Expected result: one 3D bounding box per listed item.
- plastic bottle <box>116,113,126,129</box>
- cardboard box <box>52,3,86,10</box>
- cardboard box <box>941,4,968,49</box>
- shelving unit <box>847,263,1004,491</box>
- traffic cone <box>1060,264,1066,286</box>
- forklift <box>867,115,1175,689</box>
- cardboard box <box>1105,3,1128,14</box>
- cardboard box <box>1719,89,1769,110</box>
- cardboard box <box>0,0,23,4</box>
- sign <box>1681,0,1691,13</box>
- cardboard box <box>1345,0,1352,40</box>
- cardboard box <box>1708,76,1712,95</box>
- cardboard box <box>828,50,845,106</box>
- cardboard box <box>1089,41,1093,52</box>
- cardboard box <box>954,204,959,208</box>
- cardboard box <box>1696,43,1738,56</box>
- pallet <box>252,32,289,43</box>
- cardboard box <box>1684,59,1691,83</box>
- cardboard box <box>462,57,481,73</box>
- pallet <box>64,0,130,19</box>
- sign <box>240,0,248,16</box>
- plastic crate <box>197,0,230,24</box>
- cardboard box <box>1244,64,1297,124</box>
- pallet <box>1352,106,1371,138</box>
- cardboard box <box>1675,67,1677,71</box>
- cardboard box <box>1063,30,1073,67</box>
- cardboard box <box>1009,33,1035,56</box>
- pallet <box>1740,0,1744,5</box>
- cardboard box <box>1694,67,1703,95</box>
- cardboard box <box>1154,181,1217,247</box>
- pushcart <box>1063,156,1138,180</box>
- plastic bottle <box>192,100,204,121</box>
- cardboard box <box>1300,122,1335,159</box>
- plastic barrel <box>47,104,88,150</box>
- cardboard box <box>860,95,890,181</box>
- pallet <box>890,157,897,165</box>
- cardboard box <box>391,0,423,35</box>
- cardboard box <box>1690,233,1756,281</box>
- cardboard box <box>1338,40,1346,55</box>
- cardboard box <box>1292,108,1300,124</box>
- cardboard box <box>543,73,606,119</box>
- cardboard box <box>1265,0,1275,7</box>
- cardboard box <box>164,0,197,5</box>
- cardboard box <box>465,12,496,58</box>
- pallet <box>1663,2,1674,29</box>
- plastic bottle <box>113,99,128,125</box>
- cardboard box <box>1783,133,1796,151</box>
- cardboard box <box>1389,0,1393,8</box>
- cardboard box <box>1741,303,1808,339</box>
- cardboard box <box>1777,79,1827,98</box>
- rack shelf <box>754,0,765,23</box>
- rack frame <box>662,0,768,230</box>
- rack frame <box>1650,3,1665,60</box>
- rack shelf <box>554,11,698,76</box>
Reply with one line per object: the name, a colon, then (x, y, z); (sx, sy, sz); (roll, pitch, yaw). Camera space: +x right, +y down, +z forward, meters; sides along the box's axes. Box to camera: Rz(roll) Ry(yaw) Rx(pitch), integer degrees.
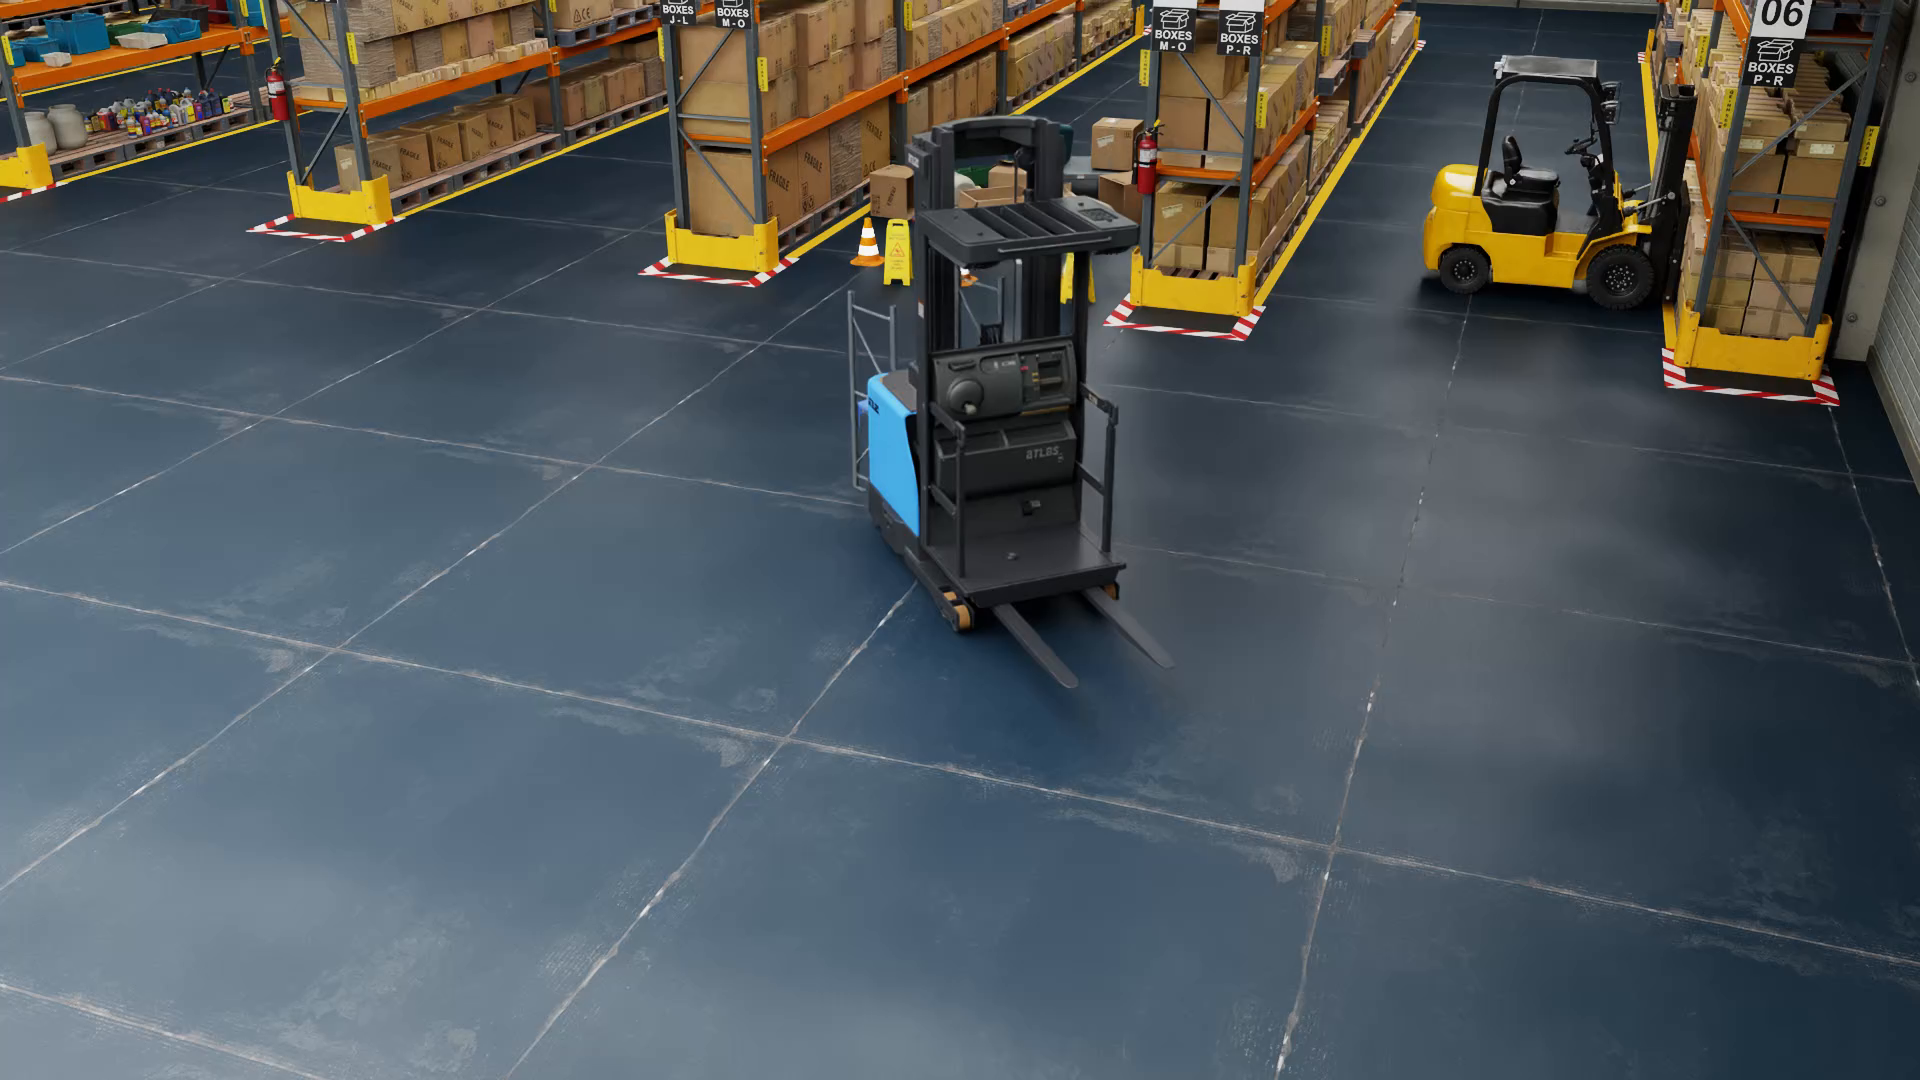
plastic bottle: (-11.314, -5.656, 22.419); (0.097, 0.201, 0.097); (0, 26, 0)
cardboard box: (-17.528, -10.690, 32.096); (0.750, 0.750, 0.750); (10, 27, 19)
cardboard box: (-0.212, -6.761, 21.880); (0.500, 0.500, 0.500); (9, 27, 18)
shelving unit: (-0.234, -1.142, 12.111); (1.048, 1.500, 0.538); (-22, 33, -38)
traffic cone: (1.151, -2.819, 16.765); (0.336, 0.463, 0.334); (9, 27, 17)
forklift: (0.364, -0.958, 10.088); (1.130, 2.935, 3.031); (-10, 27, -19)
cardboard box: (2.806, -9.548, 29.859); (0.380, 0.149, 0.250); (8, 27, 16)
cardboard box: (7.076, -3.959, 15.009); (0.380, 0.149, 0.250); (9, 27, 19)
cardboard box: (-14.643, -8.338, 25.540); (0.380, 0.149, 0.250); (9, 27, 17)
sign: (9.054, -6.727, 20.687); (0.100, 0.325, 0.005); (9, 27, 17)
cardboard box: (4.486, -6.380, 20.270); (0.500, 0.500, 0.500); (8, 27, 15)
cardboard box: (7.586, -4.458, 16.381); (0.380, 0.149, 0.250); (9, 27, 19)
cardboard box: (-1.792, -5.165, 18.527); (0.875, 0.550, 0.500); (9, 27, 17)
cardboard box: (2.029, -8.323, 28.011); (0.380, 0.149, 0.250); (10, 27, 19)
cardboard box: (0.019, -3.713, 18.838); (0.396, 0.266, 0.258); (14, 29, 26)
cardboard box: (8.304, -5.361, 18.245); (0.380, 0.149, 0.250); (8, 27, 16)
pallet: (-13.108, -9.306, 30.451); (1.003, 0.211, 1.213); (9, 27, 17)
cardboard box: (8.853, -5.533, 19.632); (0.500, 0.250, 0.500); (8, 27, 16)
cardboard box: (-6.097, -5.820, 20.340); (0.380, 0.149, 0.250); (9, 27, 17)
pallet: (-17.327, -10.537, 32.995); (1.003, 0.211, 1.213); (9, 27, 17)
sign: (-9.945, -7.437, 23.073); (0.100, 0.325, 0.005); (9, 27, 17)
plastic crate: (-10.588, -7.668, 23.796); (0.402, 0.464, 0.583); (9, 27, 17)
cardboard box: (3.143, -4.564, 17.001); (0.500, 0.500, 0.500); (8, 27, 16)
pallet: (5.220, -5.943, 23.505); (1.003, 0.211, 1.213); (9, 27, 17)
cardboard box: (10.154, -6.512, 23.123); (0.380, 0.149, 0.250); (10, 27, 19)
cardboard box: (1.507, -7.928, 26.792); (0.500, 0.500, 0.500); (8, 27, 16)
cardboard box: (0.811, -7.419, 24.881); (0.500, 0.250, 0.500); (8, 27, 17)
pallet: (7.570, -4.979, 14.974); (1.003, 0.211, 1.213); (9, 27, 17)
cardboard box: (8.160, -4.919, 17.790); (0.500, 0.250, 0.500); (8, 27, 16)
cardboard box: (2.245, -3.253, 16.563); (0.500, 0.500, 0.500); (9, 27, 18)
pushcart: (1.389, -4.371, 20.068); (1.648, 0.377, 0.936); (0, 26, -1)
plastic bottle: (-10.482, -5.913, 22.857); (0.061, 0.283, 0.133); (11, 28, 21)
cardboard box: (4.193, -5.045, 20.985); (0.950, 0.372, 0.625); (10, 27, 19)
plastic barrel: (-11.478, -5.309, 21.370); (0.421, 0.512, 0.421); (0, 26, 0)
cardboard box: (-1.422, -4.902, 20.111); (0.875, 0.875, 0.875); (9, 27, 18)
pallet: (-0.961, -4.990, 21.538); (1.003, 0.211, 1.213); (9, 27, 17)
cardboard box: (-6.508, -6.054, 18.932); (0.500, 0.500, 0.500); (9, 27, 17)
cardboard box: (6.765, -2.515, 14.751); (0.500, 0.250, 0.500); (10, 27, 19)
cardboard box: (4.497, -6.030, 20.292); (0.380, 0.149, 0.250); (10, 28, 19)
cardboard box: (3.401, -4.534, 17.683); (0.380, 0.149, 0.250); (8, 27, 17)
cardboard box: (-5.389, -6.193, 23.187); (0.700, 0.500, 0.500); (9, 27, 17)
cardboard box: (2.641, -4.923, 15.046); (0.380, 0.149, 0.250); (9, 27, 17)
cardboard box: (-13.695, -9.613, 29.388); (0.500, 0.250, 0.500); (10, 28, 19)
cardboard box: (-6.269, -6.261, 20.506); (0.875, 0.500, 0.500); (9, 27, 17)
pallet: (10.531, -7.411, 23.559); (1.003, 0.211, 1.213); (9, 27, 17)
plastic bottle: (-11.387, -5.802, 22.549); (0.144, 0.351, 0.185); (10, 28, 20)
cardboard box: (7.286, -3.428, 14.253); (0.380, 0.149, 0.250); (9, 27, 17)
cardboard box: (6.306, -8.240, 25.222); (0.500, 0.250, 0.500); (8, 27, 16)
cardboard box: (7.254, -2.004, 14.843); (0.500, 0.250, 0.500); (9, 27, 18)
cardboard box: (7.846, -4.197, 15.500); (0.380, 0.149, 0.250); (10, 27, 19)
rack shelf: (-1.812, -6.122, 18.058); (1.077, 0.370, 4.000); (9, 27, 17)
rack frame: (-2.477, -4.273, 16.858); (1.000, 3.000, 0.127); (9, 27, 17)
rack frame: (12.231, -9.454, 27.558); (1.000, 3.000, 0.127); (9, 27, 17)
rack shelf: (-5.124, -7.176, 23.678); (1.077, 0.370, 4.000); (9, 27, 17)
